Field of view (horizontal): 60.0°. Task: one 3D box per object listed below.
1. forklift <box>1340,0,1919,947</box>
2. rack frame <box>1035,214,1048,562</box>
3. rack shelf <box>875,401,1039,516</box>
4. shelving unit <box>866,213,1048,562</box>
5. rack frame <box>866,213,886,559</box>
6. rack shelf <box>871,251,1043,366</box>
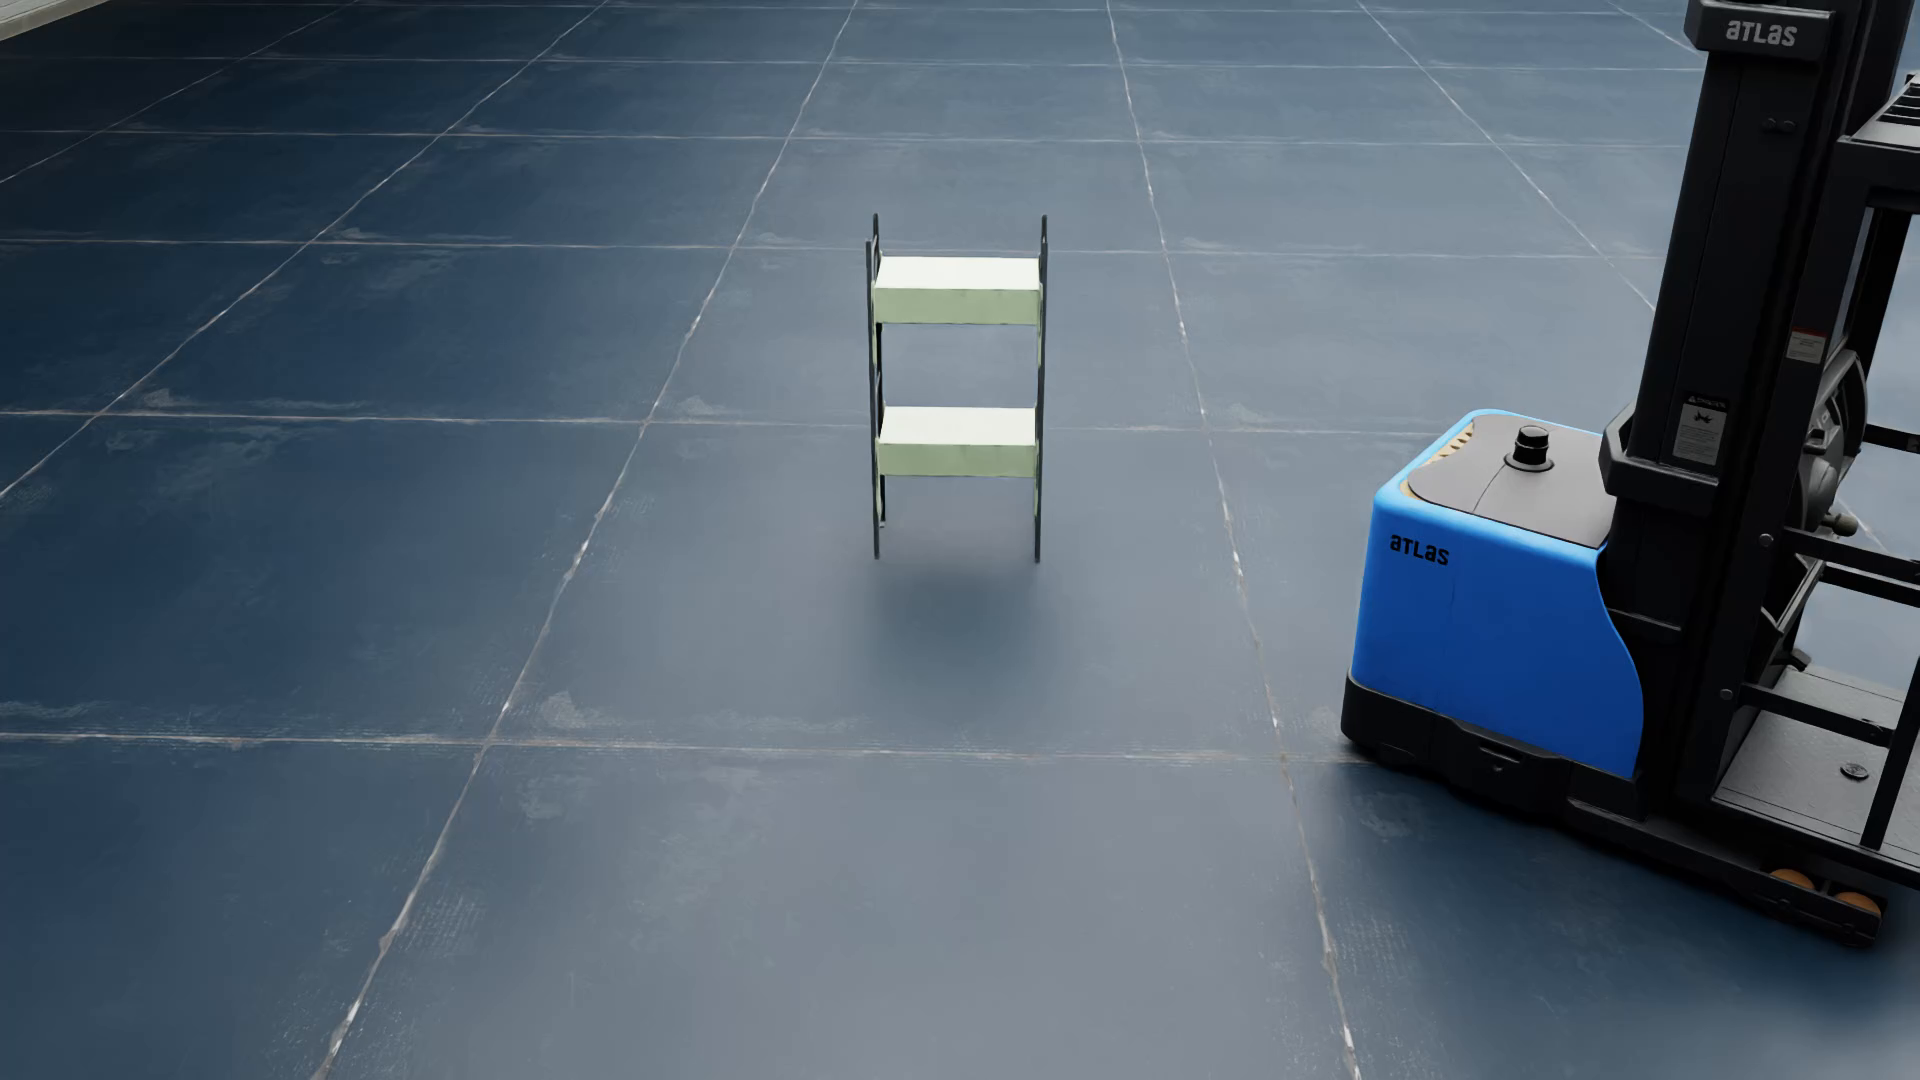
[{"bbox_3d":[2.918,-0.283,5.155,3.031,2.935,1.130,19,33,32],"label":"forklift"},{"bbox_3d":[0.359,-0.657,7.388,0.023,1.500,0.400,1,28,2],"label":"rack frame"},{"bbox_3d":[-0.007,-0.375,7.552,0.720,0.370,0.431,1,28,2],"label":"rack shelf"},{"bbox_3d":[-0.007,-0.663,7.399,0.755,1.500,0.431,1,28,2],"label":"shelving unit"},{"bbox_3d":[-0.372,-0.669,7.410,0.023,1.500,0.400,1,28,2],"label":"rack frame"},{"bbox_3d":[-0.007,-1.008,7.216,0.720,0.370,0.431,1,28,2],"label":"rack shelf"}]
